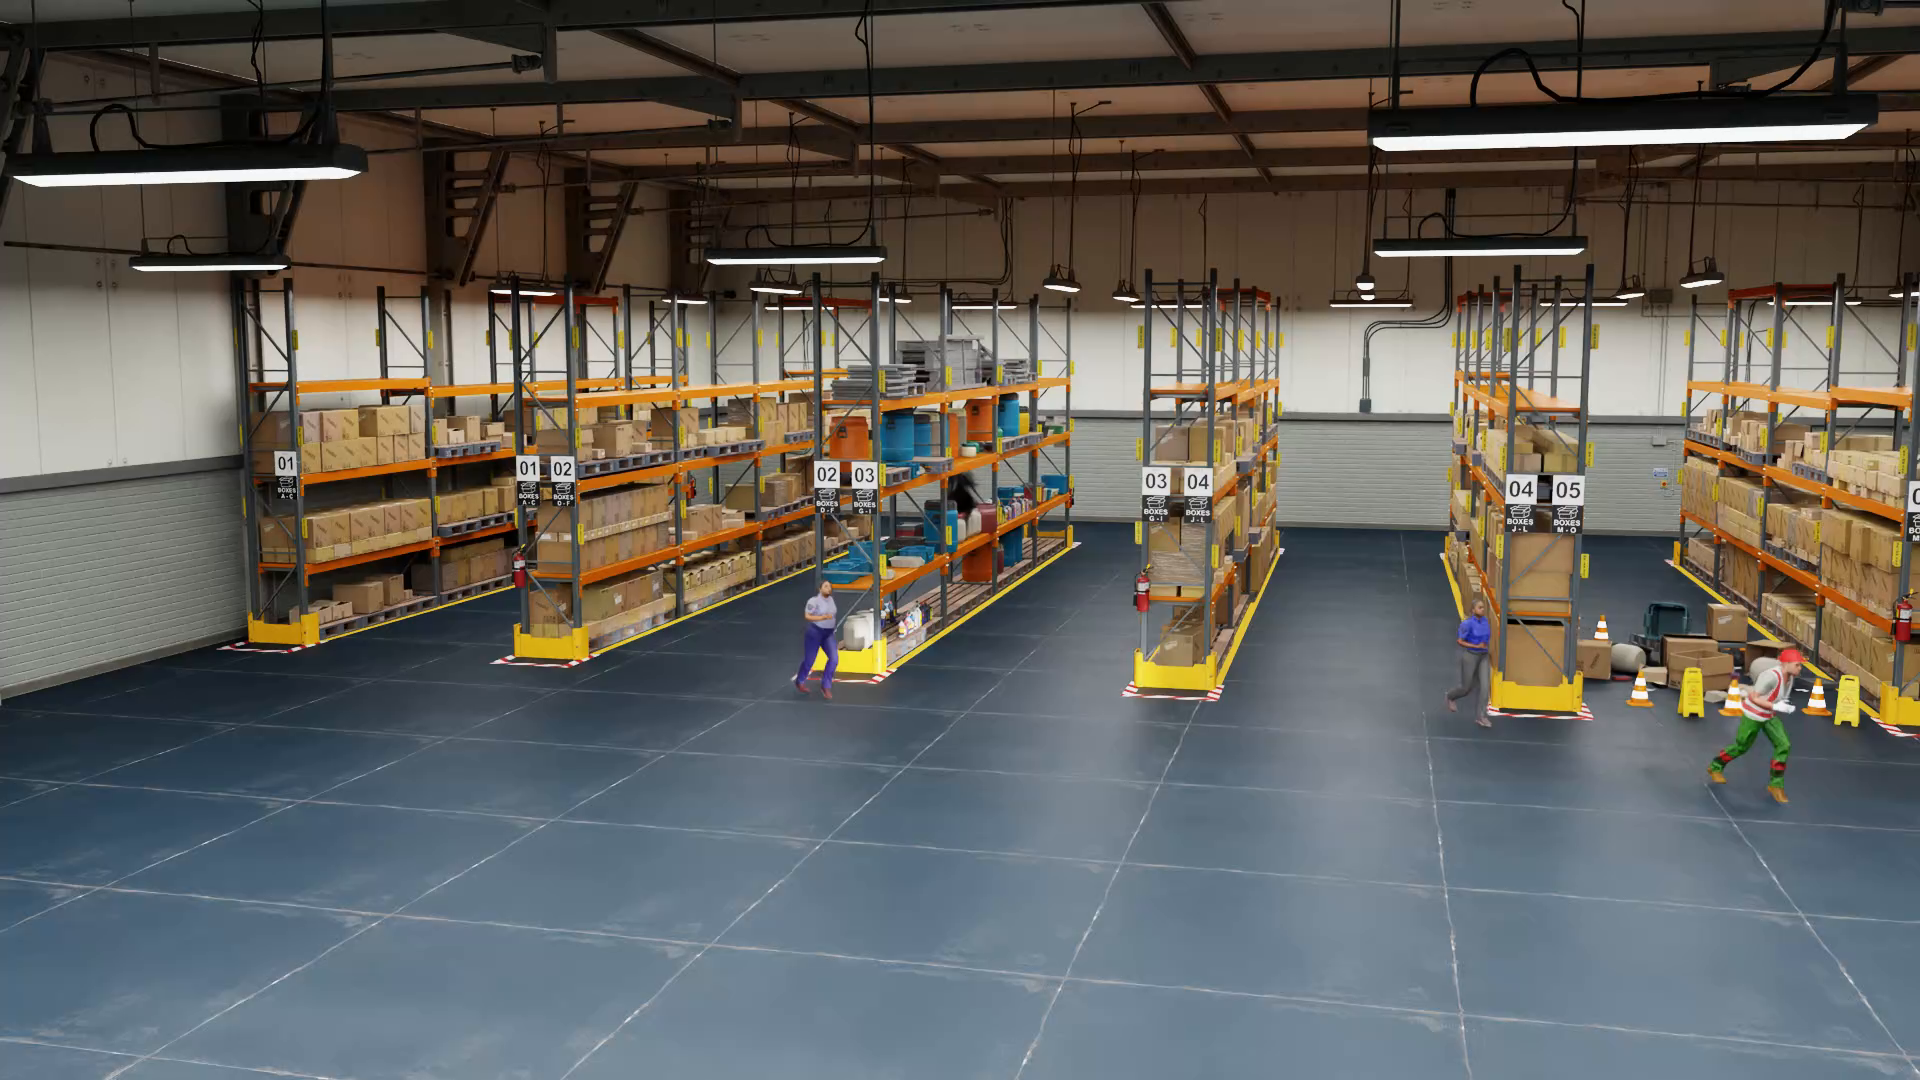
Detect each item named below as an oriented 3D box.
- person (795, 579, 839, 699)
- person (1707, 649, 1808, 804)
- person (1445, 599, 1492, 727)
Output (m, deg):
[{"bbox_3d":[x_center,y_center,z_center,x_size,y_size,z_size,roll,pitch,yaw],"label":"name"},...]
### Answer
[{"bbox_3d":[-1.965,1.400,23.502,0.602,1.693,0.732,-6,9,-40],"label":"person"},{"bbox_3d":[8.782,1.999,18.337,0.706,1.732,1.048,-5,8,-34],"label":"person"},{"bbox_3d":[6.724,1.576,21.804,0.594,1.637,0.811,-3,7,-22],"label":"person"}]
